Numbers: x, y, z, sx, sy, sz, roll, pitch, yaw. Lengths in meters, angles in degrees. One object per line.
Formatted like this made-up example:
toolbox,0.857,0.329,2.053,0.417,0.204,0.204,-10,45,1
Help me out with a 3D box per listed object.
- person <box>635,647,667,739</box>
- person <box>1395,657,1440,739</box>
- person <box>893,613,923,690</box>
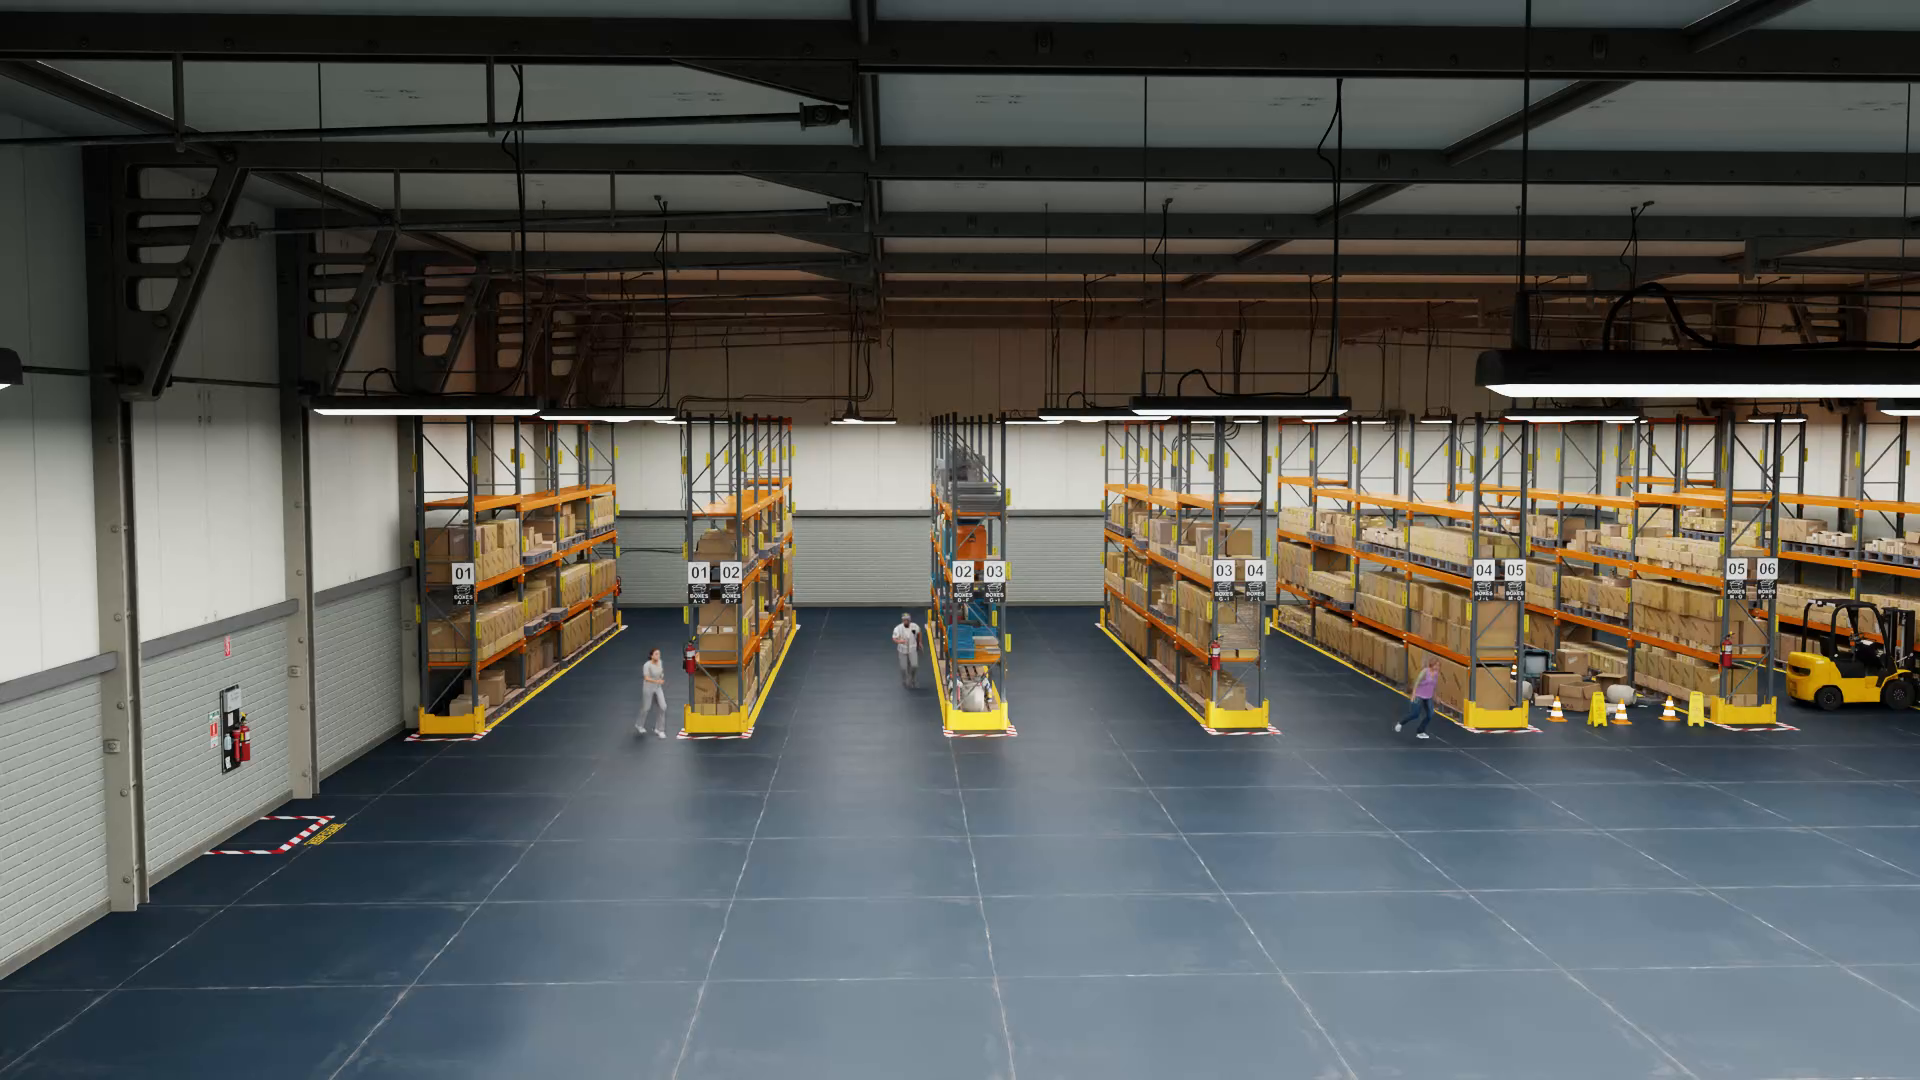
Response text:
person,-5.668,2.828,30.655,1.002,1.667,0.505,4,5,44
person,8.440,2.882,30.541,0.666,1.506,0.683,-2,4,-25
person,-1.135,2.417,36.254,0.671,1.711,0.974,0,4,-3
